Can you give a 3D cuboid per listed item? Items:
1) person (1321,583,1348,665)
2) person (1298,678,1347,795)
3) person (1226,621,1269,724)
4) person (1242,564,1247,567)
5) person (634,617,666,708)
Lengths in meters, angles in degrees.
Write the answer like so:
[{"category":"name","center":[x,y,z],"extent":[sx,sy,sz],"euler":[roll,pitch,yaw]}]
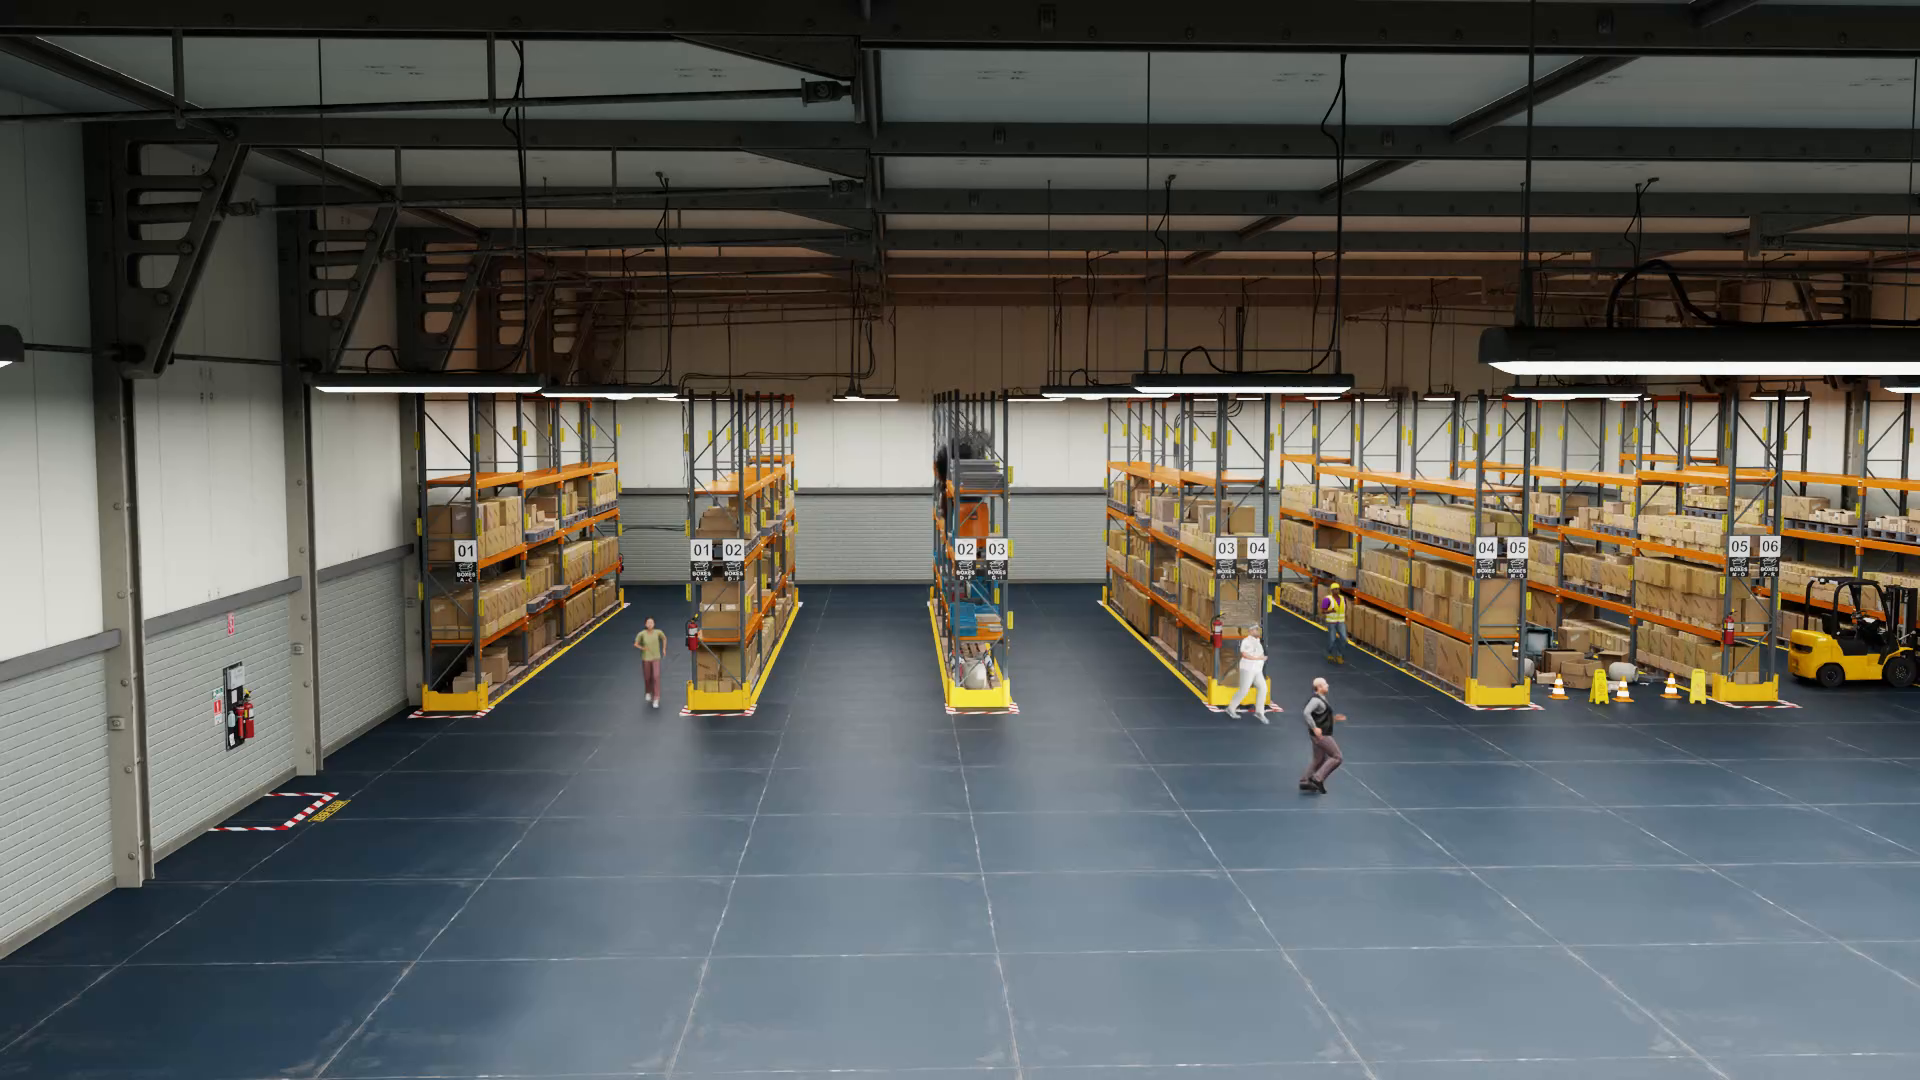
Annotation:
[{"category":"person","center":[8.308,1.852,36.737],"extent":[0.673,1.812,0.706],"euler":[-1,5,-9]},{"category":"person","center":[5.325,2.877,24.408],"extent":[0.683,1.701,0.632],"euler":[1,5,10]},{"category":"person","center":[5.277,2.373,30.112],"extent":[0.828,1.807,0.668],"euler":[4,6,38]},{"category":"person","center":[7.849,1.098,46.913],"extent":[0.597,1.596,0.517],"euler":[1,5,15]},{"category":"person","center":[-5.887,2.289,31.640],"extent":[0.605,1.688,0.918],"euler":[-1,5,-10]}]
